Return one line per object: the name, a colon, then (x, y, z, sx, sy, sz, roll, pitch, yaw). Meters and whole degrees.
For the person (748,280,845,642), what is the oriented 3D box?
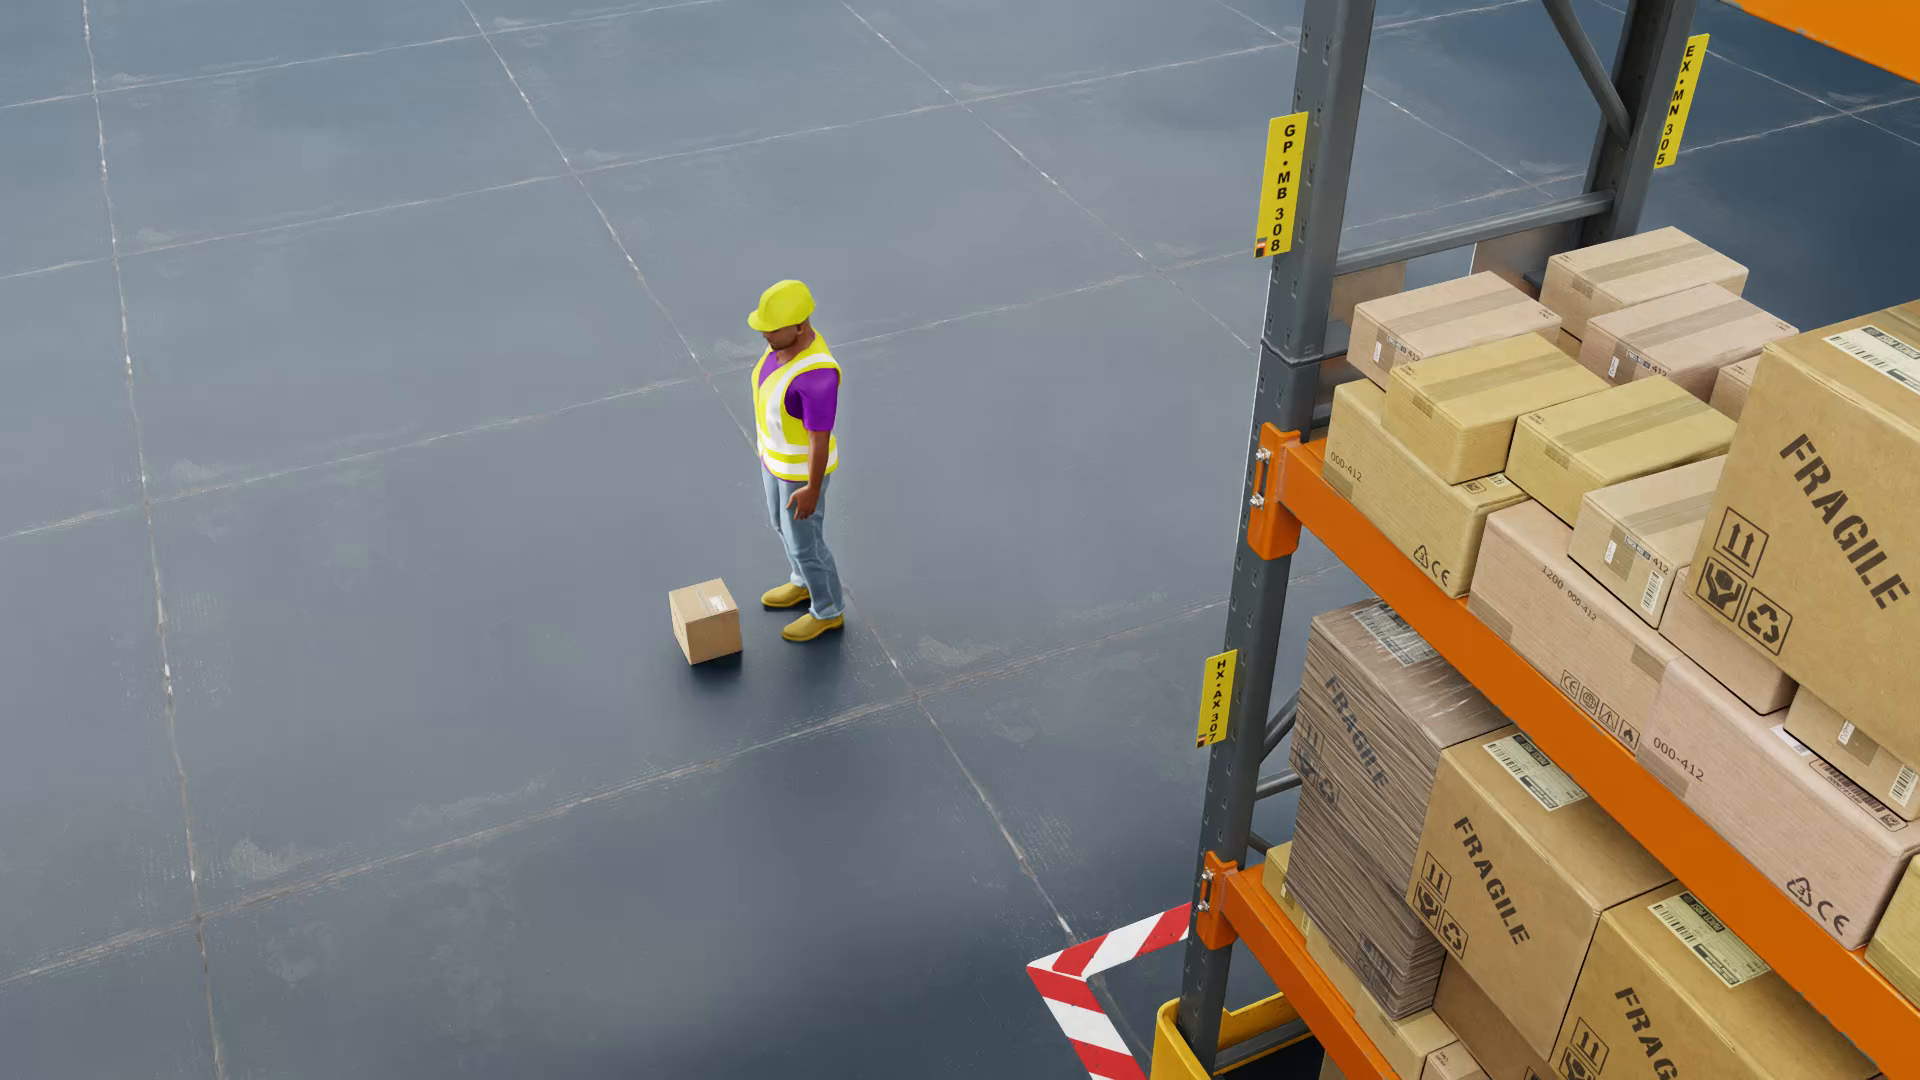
person: (-0.711, -0.348, 7.303, 0.363, 1.767, 0.566, -15, 40, -19)
